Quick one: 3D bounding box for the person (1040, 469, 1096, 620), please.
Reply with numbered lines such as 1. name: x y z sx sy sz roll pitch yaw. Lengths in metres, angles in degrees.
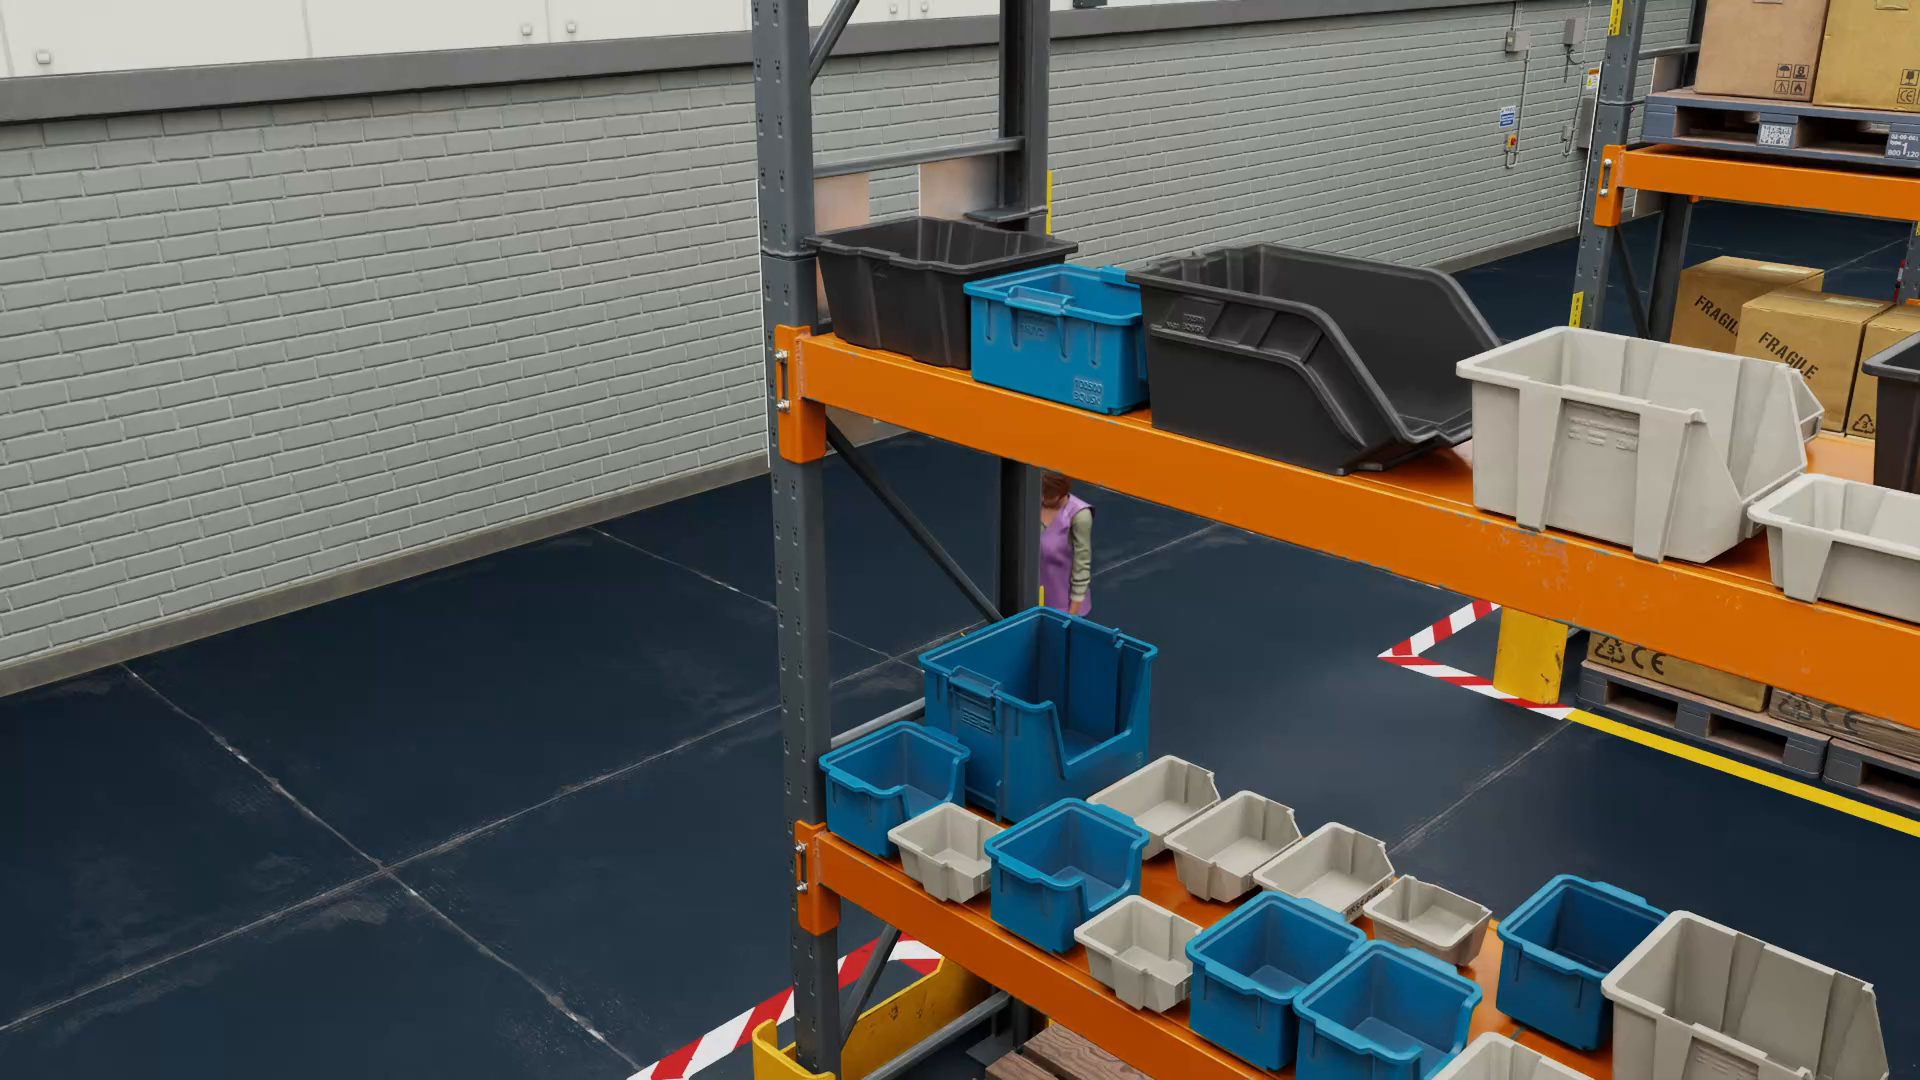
1. person: 0.441 0.346 7.758 0.353 1.556 0.420 -19 28 -41
